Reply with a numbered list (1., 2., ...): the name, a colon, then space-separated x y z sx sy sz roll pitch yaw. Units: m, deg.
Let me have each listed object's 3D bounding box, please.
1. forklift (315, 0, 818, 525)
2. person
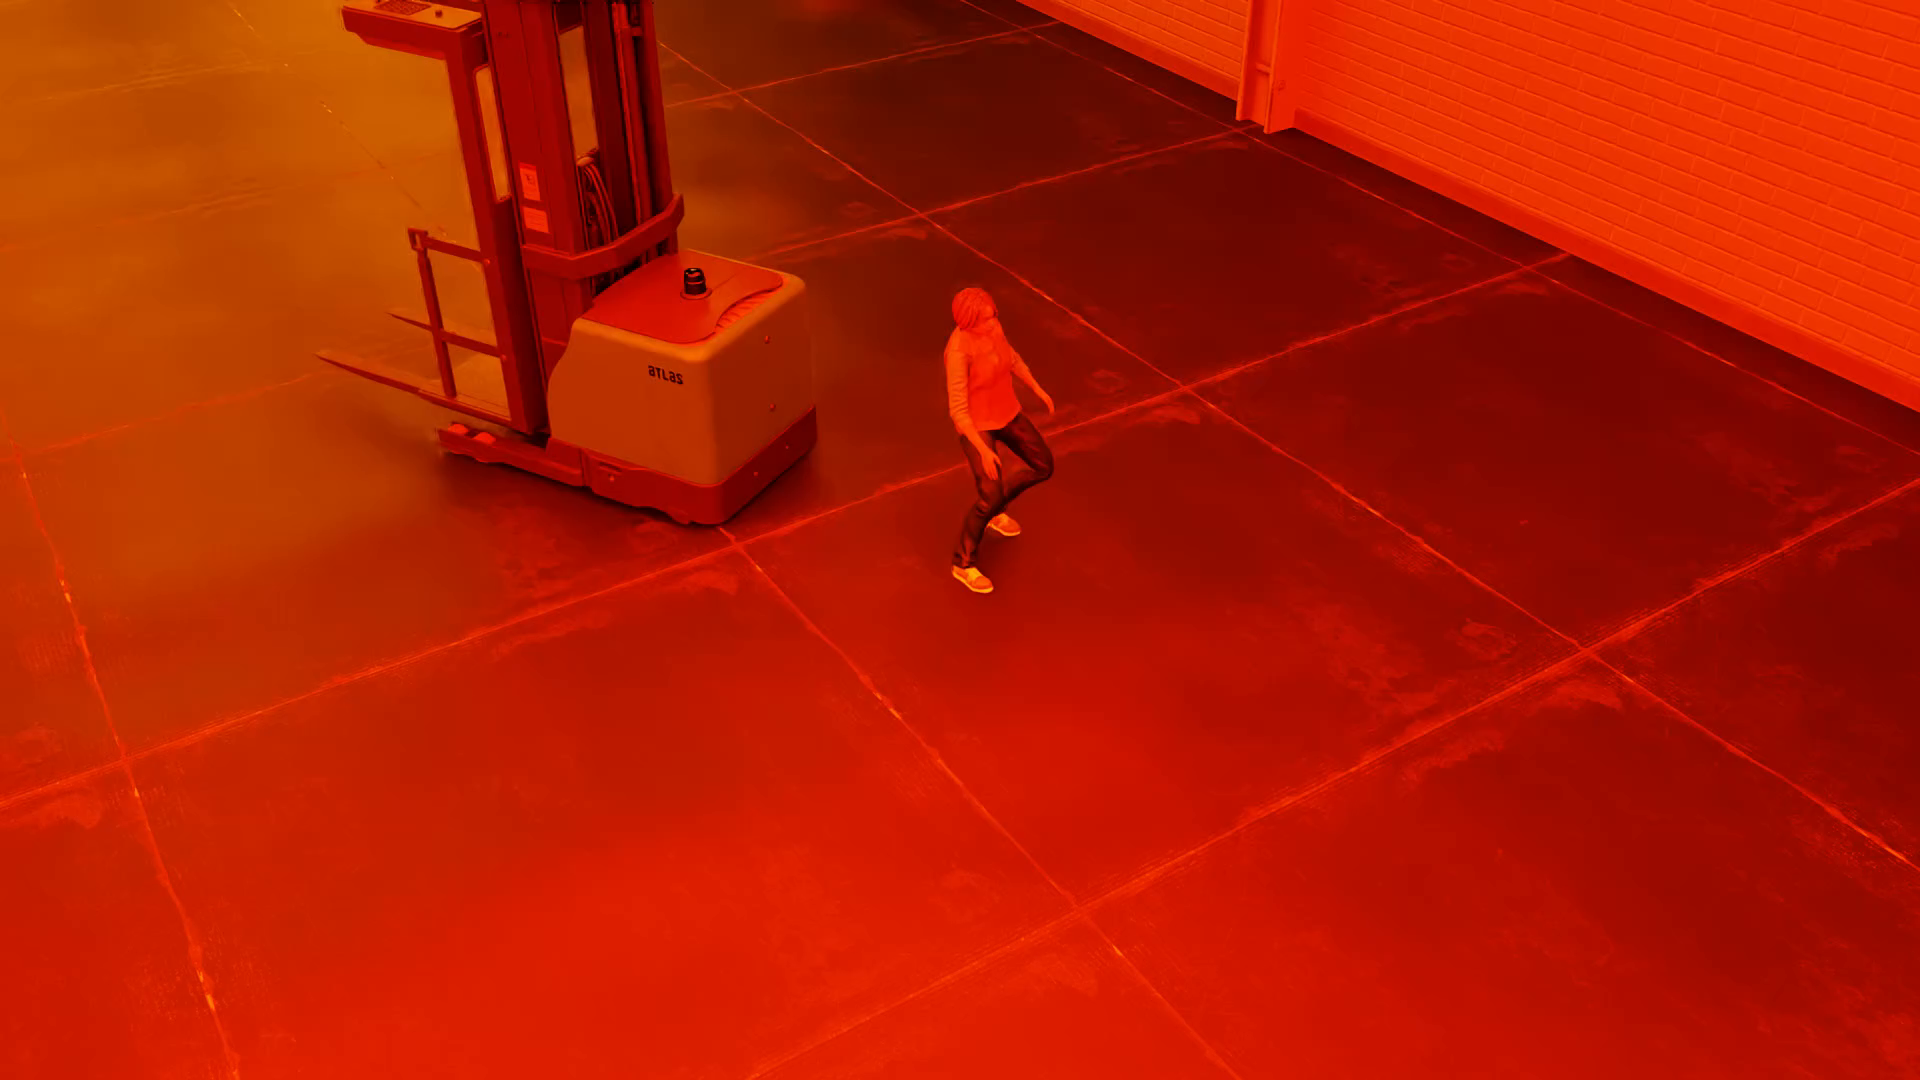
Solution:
1. forklift: -2.346 -1.877 8.819 3.031 2.935 1.130 17 39 23
2. person: 0.166 -0.545 8.178 0.514 1.480 0.684 24 42 30
